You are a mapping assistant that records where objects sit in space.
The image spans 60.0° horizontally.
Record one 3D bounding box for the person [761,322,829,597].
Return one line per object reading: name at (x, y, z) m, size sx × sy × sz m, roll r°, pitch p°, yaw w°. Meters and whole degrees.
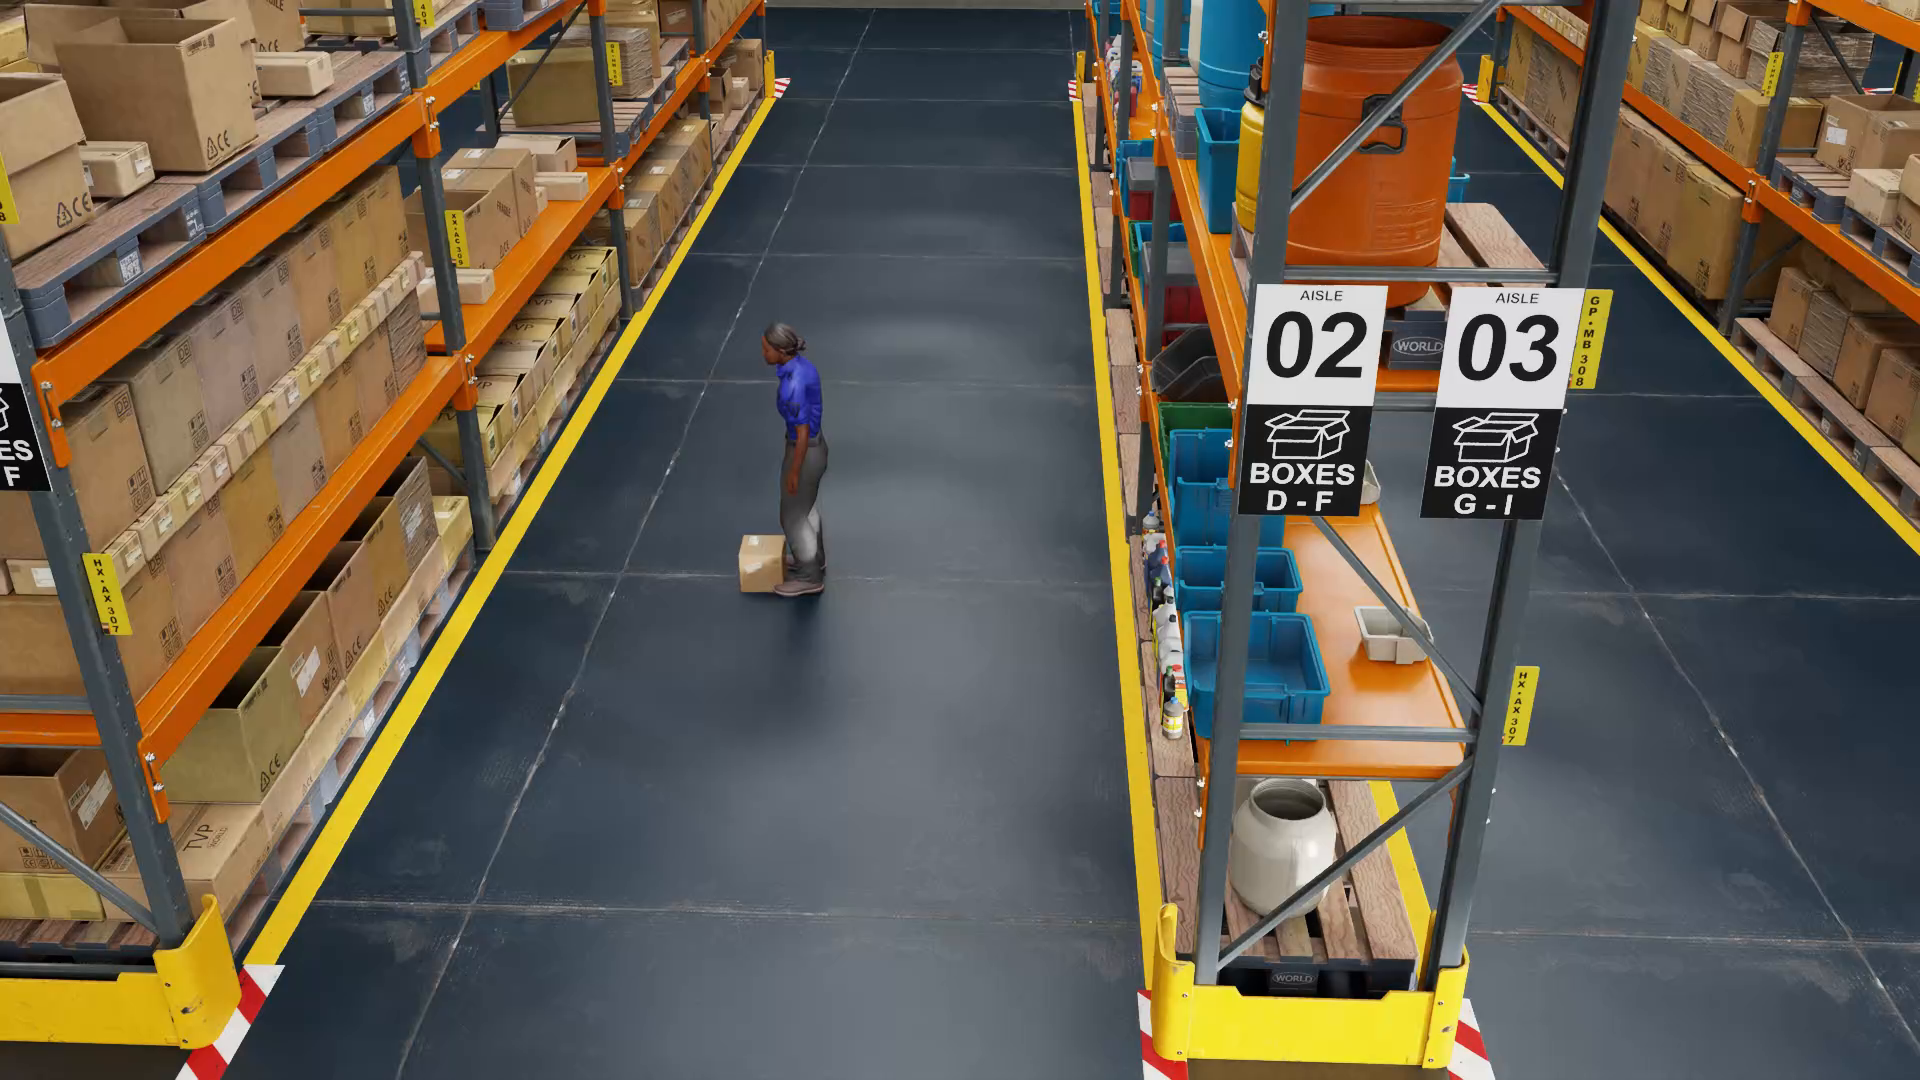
person at (-0.929, -0.479, 9.524) m, size 0.348 × 1.653 × 0.523 m, roll -1°, pitch 28°, yaw -1°
